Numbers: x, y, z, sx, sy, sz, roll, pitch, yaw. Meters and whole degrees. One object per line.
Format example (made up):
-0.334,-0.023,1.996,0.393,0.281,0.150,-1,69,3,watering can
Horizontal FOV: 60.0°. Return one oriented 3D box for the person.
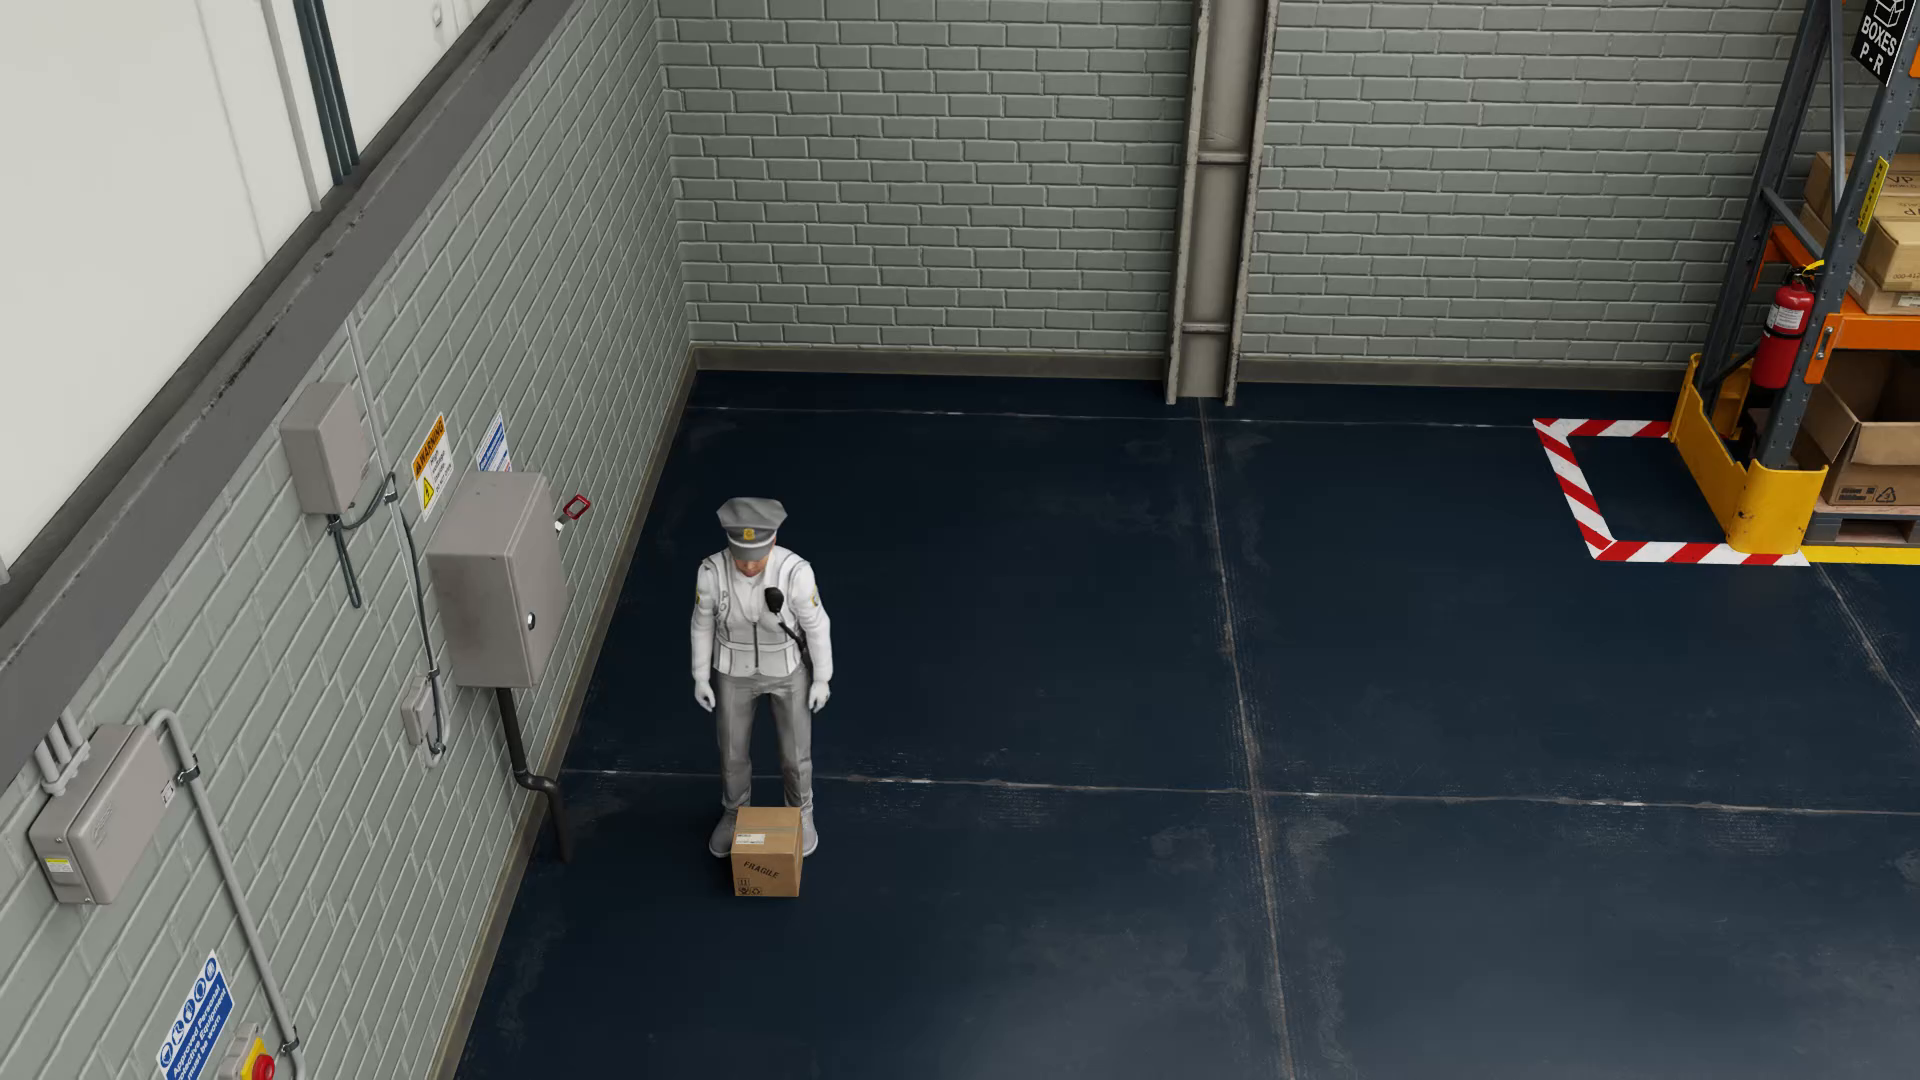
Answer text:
-0.756,0.602,6.450,0.538,1.464,0.352,1,36,1,person
